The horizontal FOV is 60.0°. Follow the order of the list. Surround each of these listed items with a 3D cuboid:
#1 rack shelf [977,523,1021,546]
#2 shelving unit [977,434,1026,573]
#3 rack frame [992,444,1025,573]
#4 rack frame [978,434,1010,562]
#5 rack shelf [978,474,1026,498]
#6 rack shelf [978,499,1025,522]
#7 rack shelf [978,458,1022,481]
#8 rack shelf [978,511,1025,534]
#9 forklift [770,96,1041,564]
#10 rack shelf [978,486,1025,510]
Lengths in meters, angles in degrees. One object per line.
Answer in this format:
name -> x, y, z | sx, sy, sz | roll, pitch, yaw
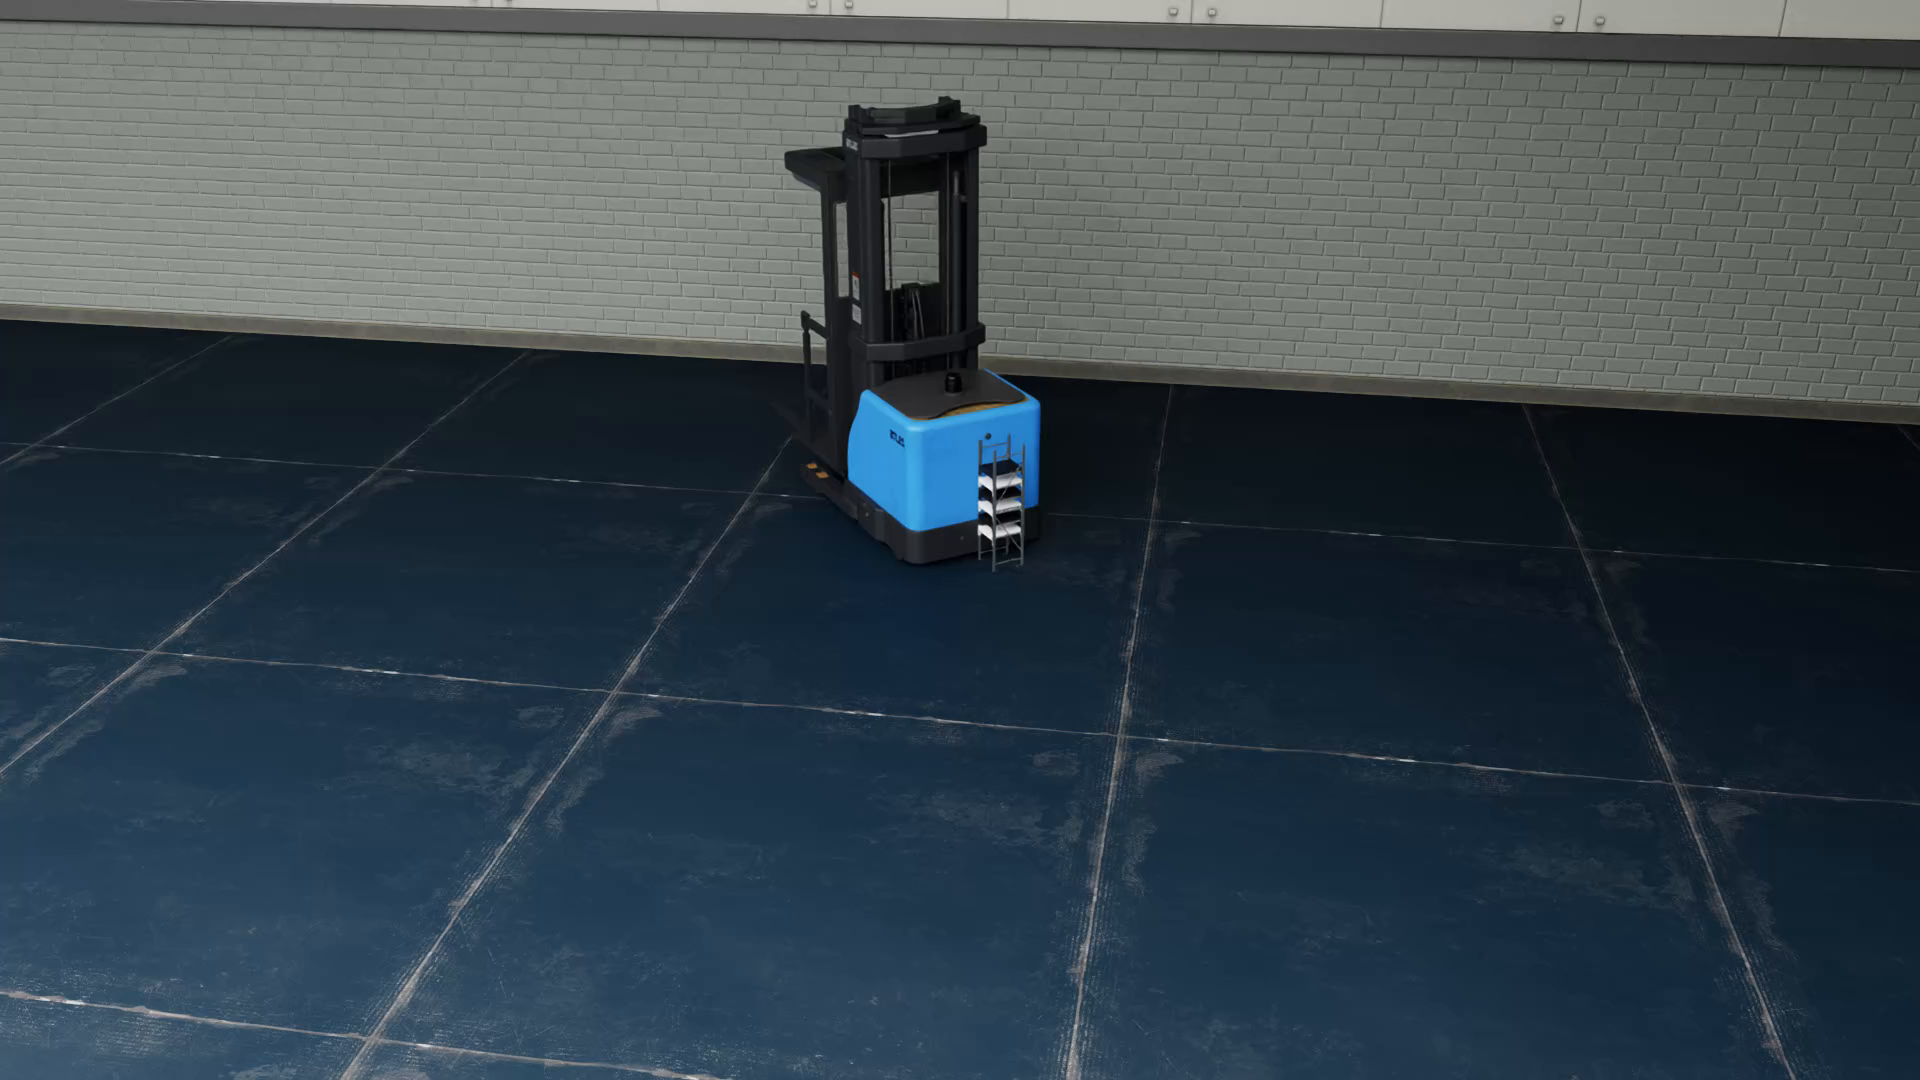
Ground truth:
rack shelf -> 0.280, -0.053, 11.349 | 0.258, 0.077, 0.200 | -13, 28, -25
shelving unit -> 0.280, -0.246, 11.258 | 0.258, 0.900, 0.210 | -13, 28, -25
rack frame -> 0.327, -0.208, 11.177 | 0.240, 0.900, 0.006 | -13, 28, -25
rack frame -> 0.232, -0.284, 11.340 | 0.240, 0.900, 0.006 | -13, 28, -25
rack shelf -> 0.280, -0.379, 11.196 | 0.258, 0.077, 0.200 | -13, 28, -25
rack shelf -> 0.280, -0.216, 11.272 | 0.258, 0.077, 0.200 | -13, 28, -25
rack shelf -> 0.280, -0.460, 11.158 | 0.258, 0.077, 0.200 | -13, 28, -25
rack shelf -> 0.280, -0.134, 11.310 | 0.258, 0.077, 0.200 | -13, 28, -25
forklift -> -0.566, -1.755, 12.086 | 1.130, 2.935, 3.031 | -13, 28, -25
rack shelf -> 0.280, -0.297, 11.234 | 0.258, 0.077, 0.200 | -13, 28, -25
